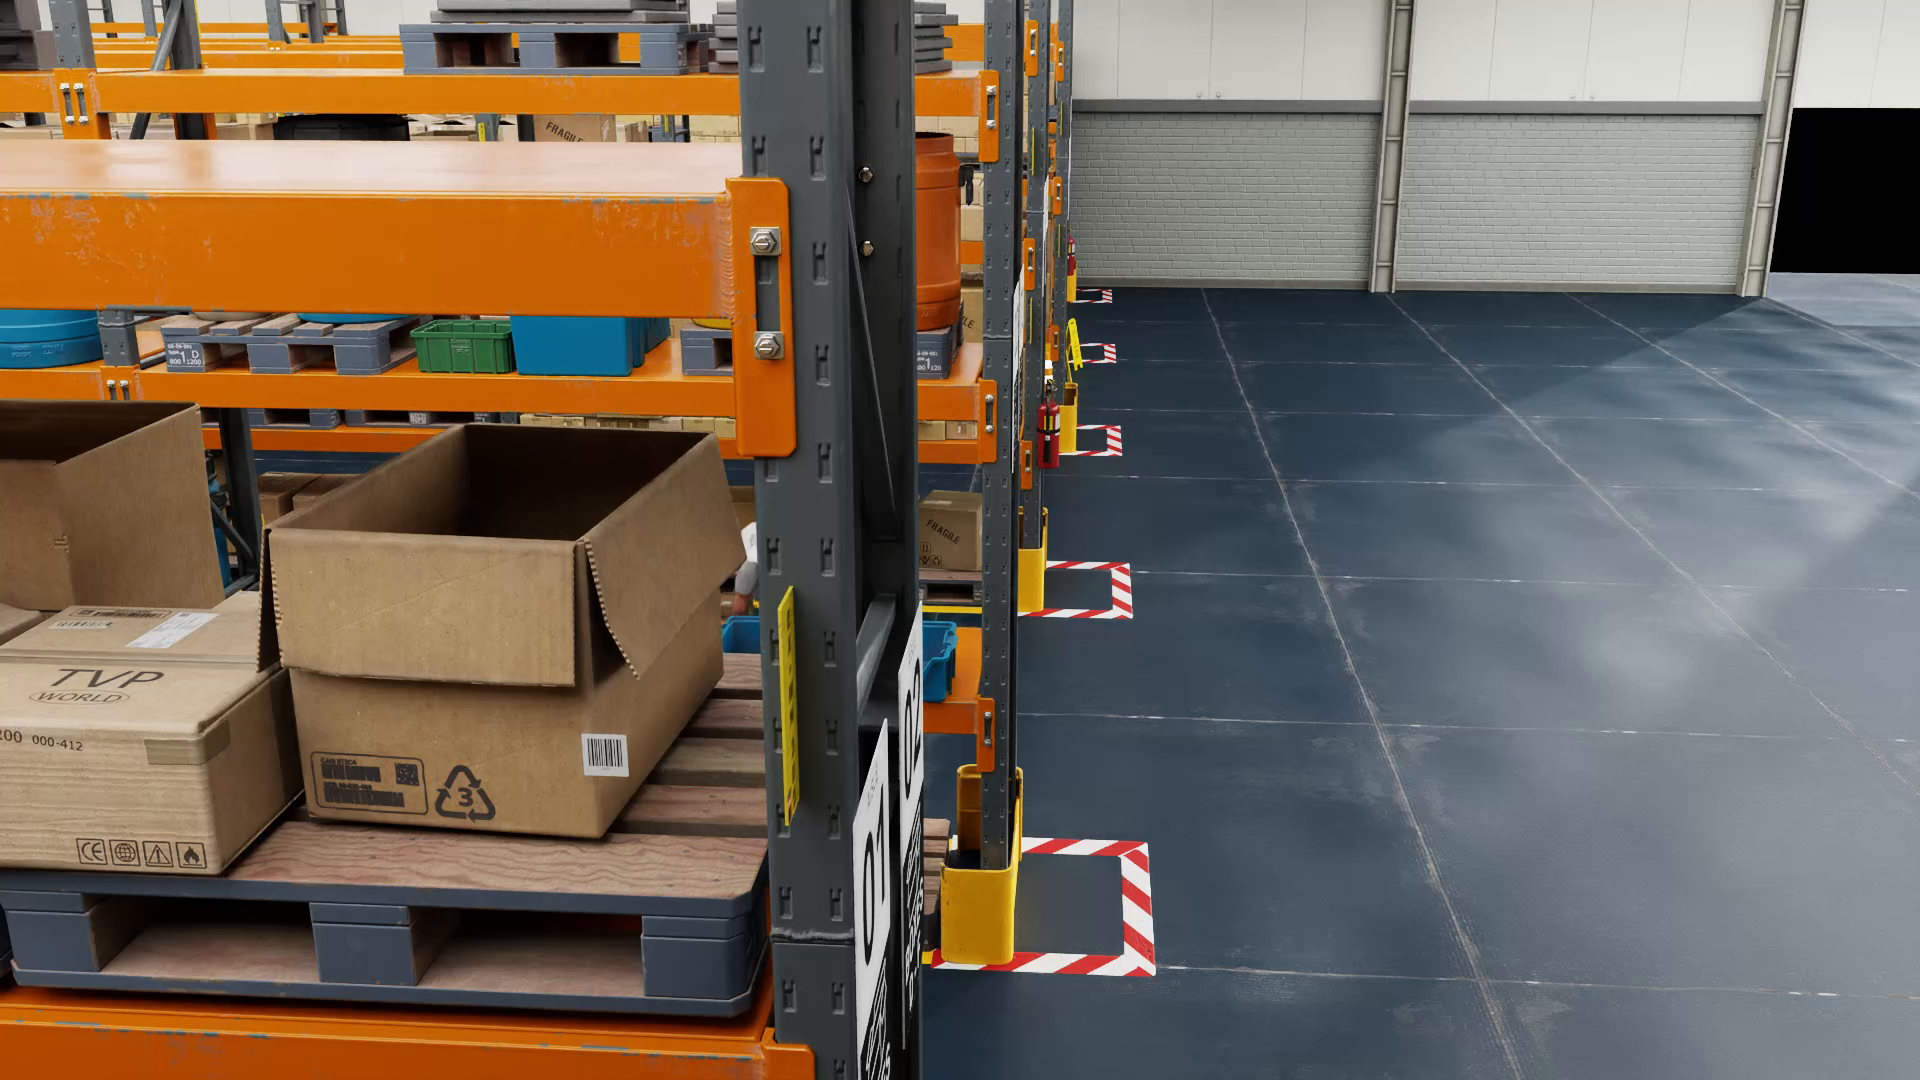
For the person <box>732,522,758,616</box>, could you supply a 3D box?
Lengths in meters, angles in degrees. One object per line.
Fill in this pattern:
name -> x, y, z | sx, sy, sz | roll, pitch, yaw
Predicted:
person -> -1.363, 0.300, 11.844 | 0.952, 1.010, 0.522 | 0, 17, 1
